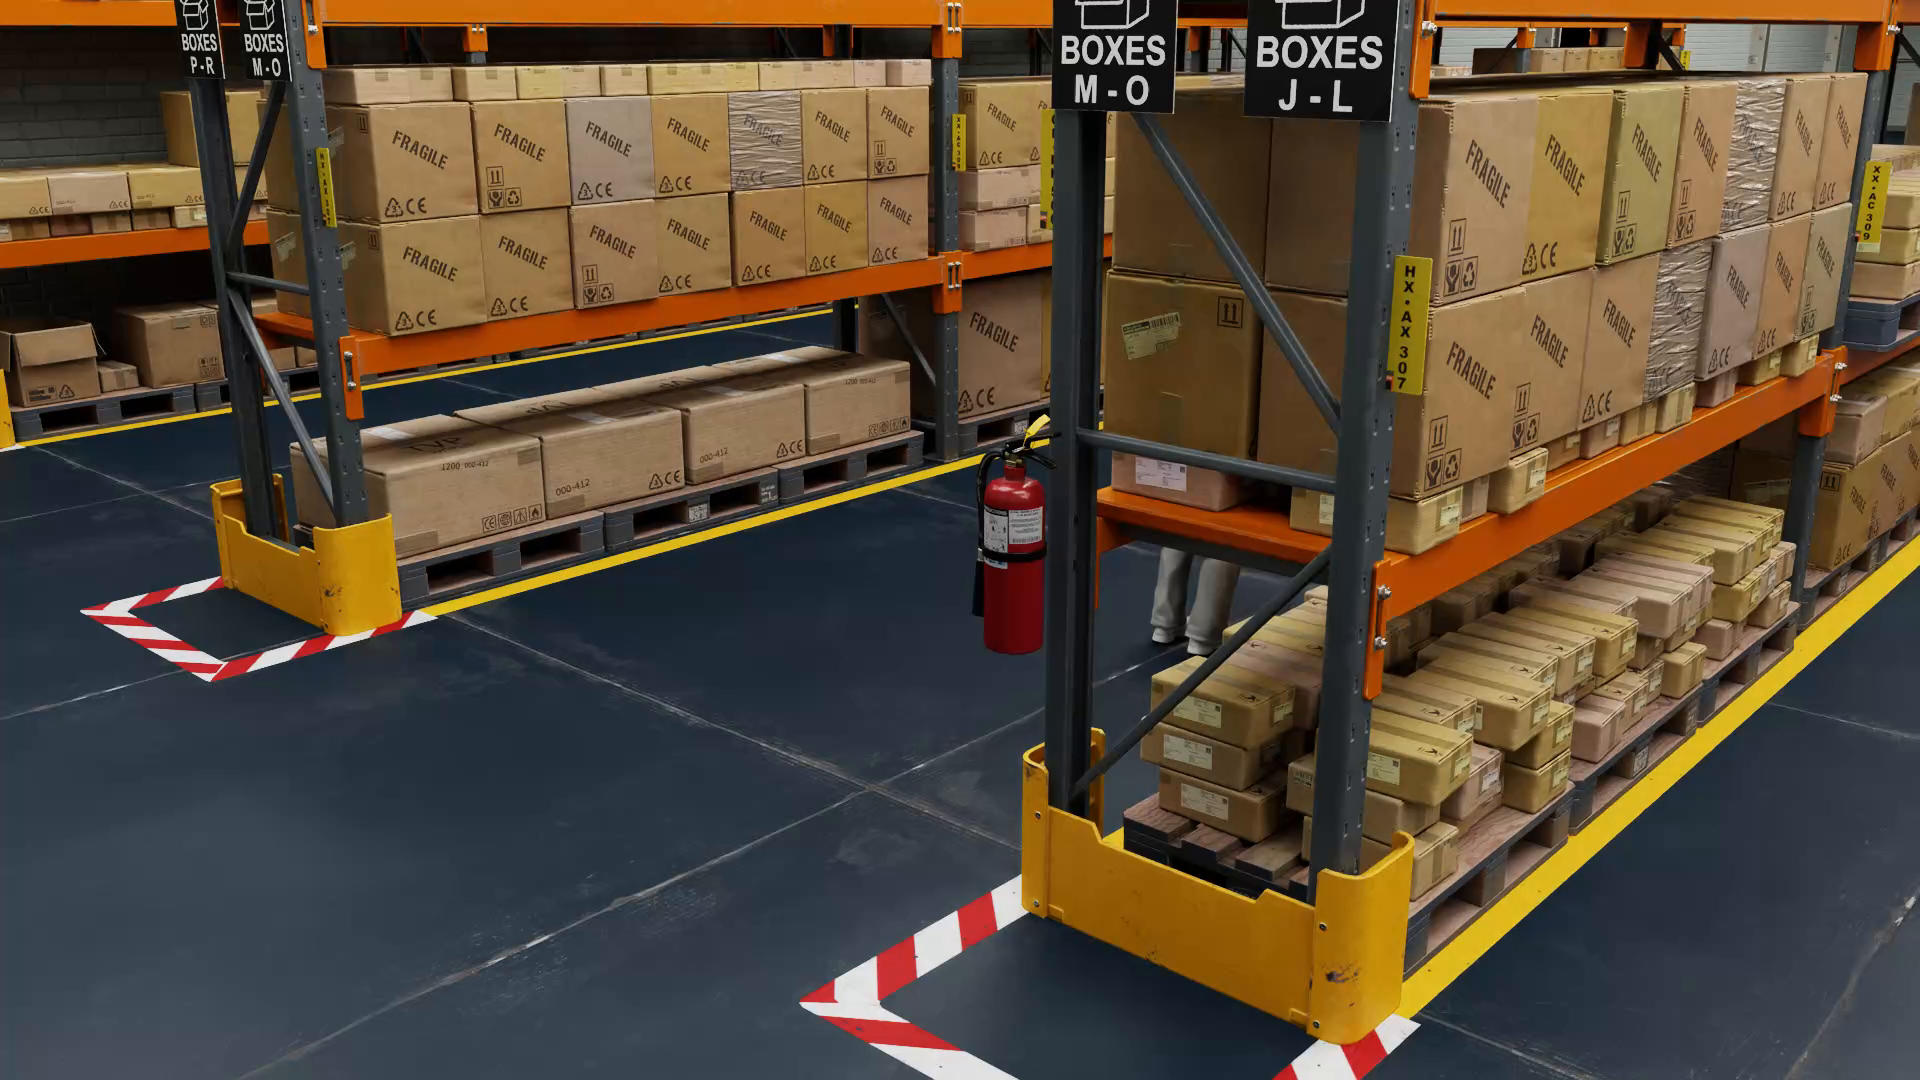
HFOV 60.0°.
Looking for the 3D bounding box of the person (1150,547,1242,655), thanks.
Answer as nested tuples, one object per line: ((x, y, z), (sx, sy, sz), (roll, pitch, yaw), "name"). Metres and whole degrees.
((1.164, -0.267, 7.316), (0.728, 1.449, 0.408), (-15, 23, -41), "person")
